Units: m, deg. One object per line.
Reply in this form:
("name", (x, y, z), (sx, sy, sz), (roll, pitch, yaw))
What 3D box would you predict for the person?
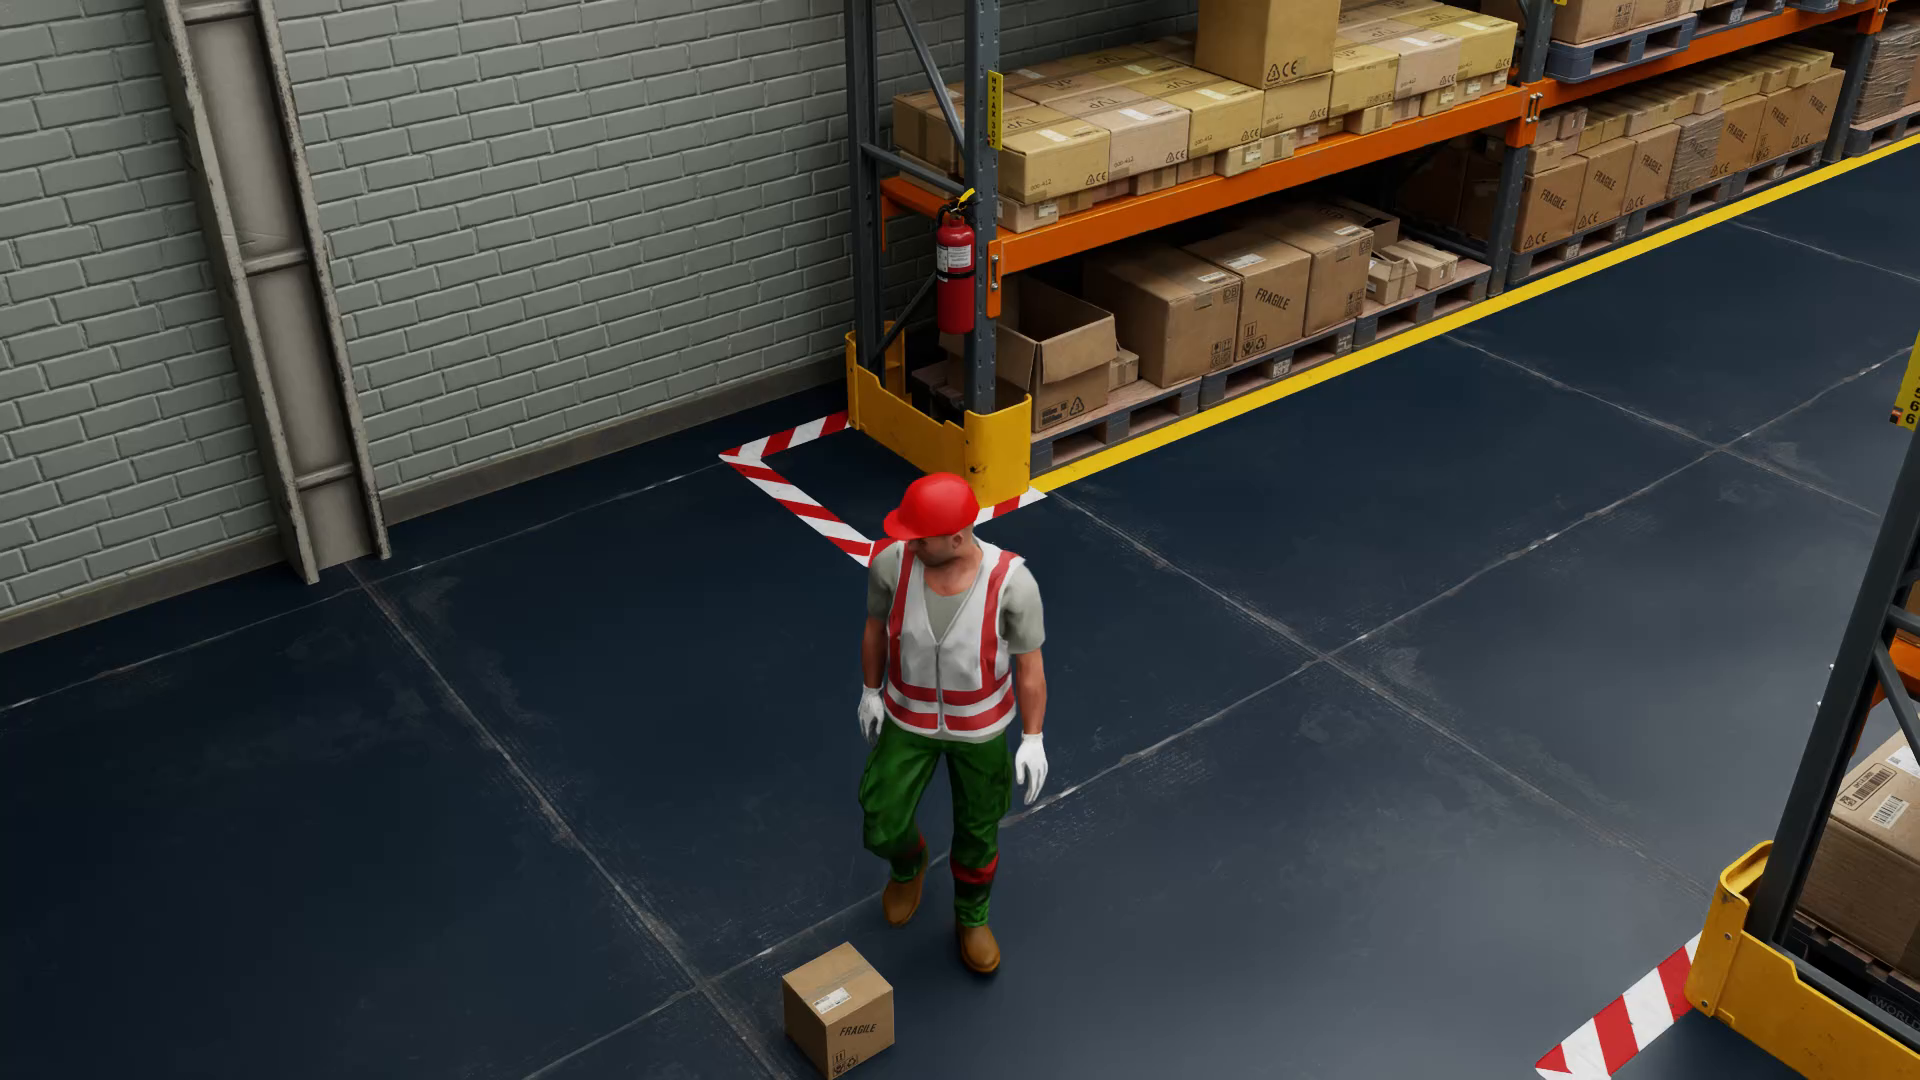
("person", (-0.025, 0.572, 5.148), (0.619, 1.784, 0.458), (4, 32, 6))
